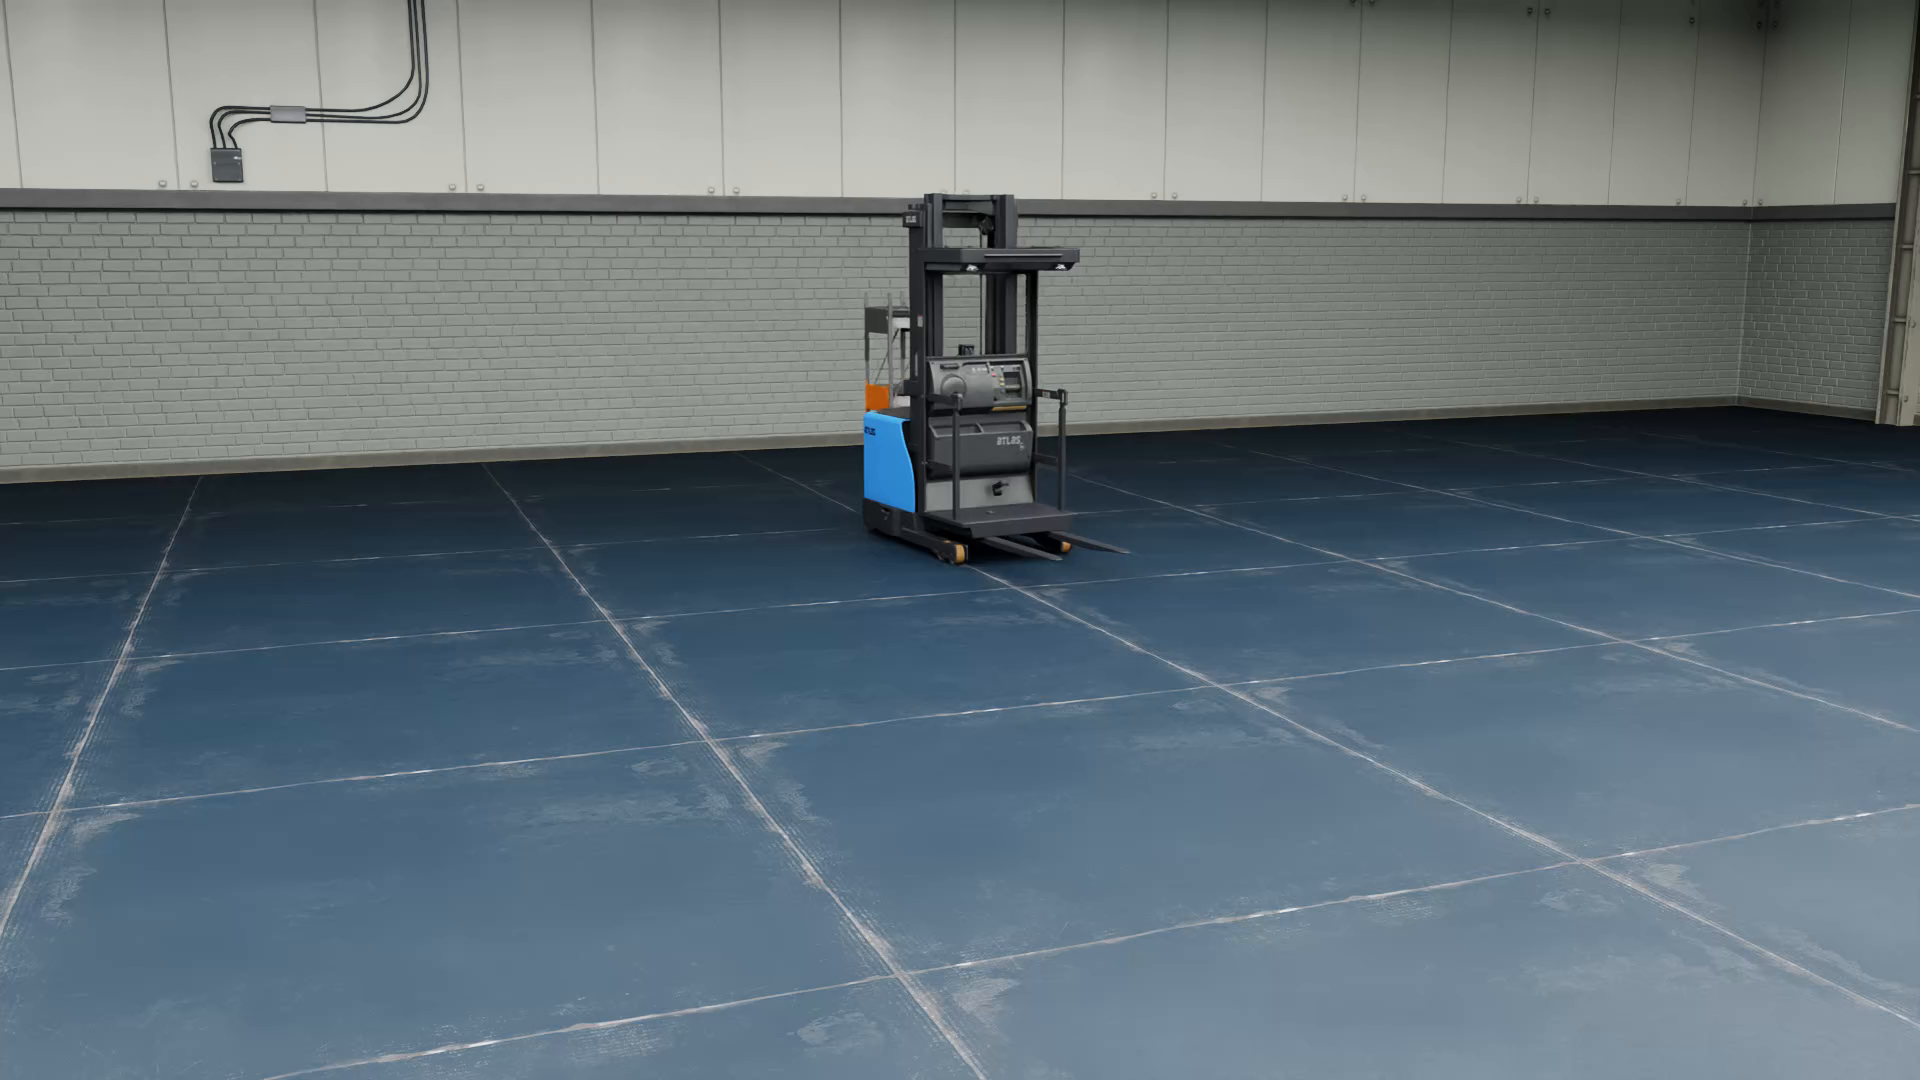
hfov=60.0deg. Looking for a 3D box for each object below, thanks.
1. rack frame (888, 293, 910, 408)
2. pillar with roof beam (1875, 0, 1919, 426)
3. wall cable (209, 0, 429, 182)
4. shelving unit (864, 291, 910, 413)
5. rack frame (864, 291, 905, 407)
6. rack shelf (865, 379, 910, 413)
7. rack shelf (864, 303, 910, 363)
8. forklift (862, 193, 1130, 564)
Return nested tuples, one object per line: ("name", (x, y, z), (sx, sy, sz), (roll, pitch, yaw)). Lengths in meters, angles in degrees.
("rack frame", (-0.456, -1.168, 14.974), (0.400, 2.100, 0.015), (-5, 11, -28))
("pillar with roof beam", (9.303, -5.806, 21.367), (9.100, 9.000, 0.400), (-4, 11, -21))
("wall cable", (-7.025, -6.920, 17.915), (2.305, 6.003, 0.169), (-4, 11, -21))
("shelving unit", (-0.573, -1.204, 15.185), (0.431, 2.100, 0.503), (-5, 11, -28))
("rack frame", (-0.690, -1.240, 15.396), (0.400, 2.100, 0.015), (-5, 11, -28))
("rack shelf", (-0.573, -1.191, 15.187), (0.431, 0.518, 0.480), (-5, 11, -28))
("rack shelf", (-0.575, -1.880, 15.068), (0.431, 0.518, 0.480), (-5, 11, -28))
("forklift", (0.276, -1.337, 13.565), (1.130, 2.935, 3.031), (-5, 11, -28))
